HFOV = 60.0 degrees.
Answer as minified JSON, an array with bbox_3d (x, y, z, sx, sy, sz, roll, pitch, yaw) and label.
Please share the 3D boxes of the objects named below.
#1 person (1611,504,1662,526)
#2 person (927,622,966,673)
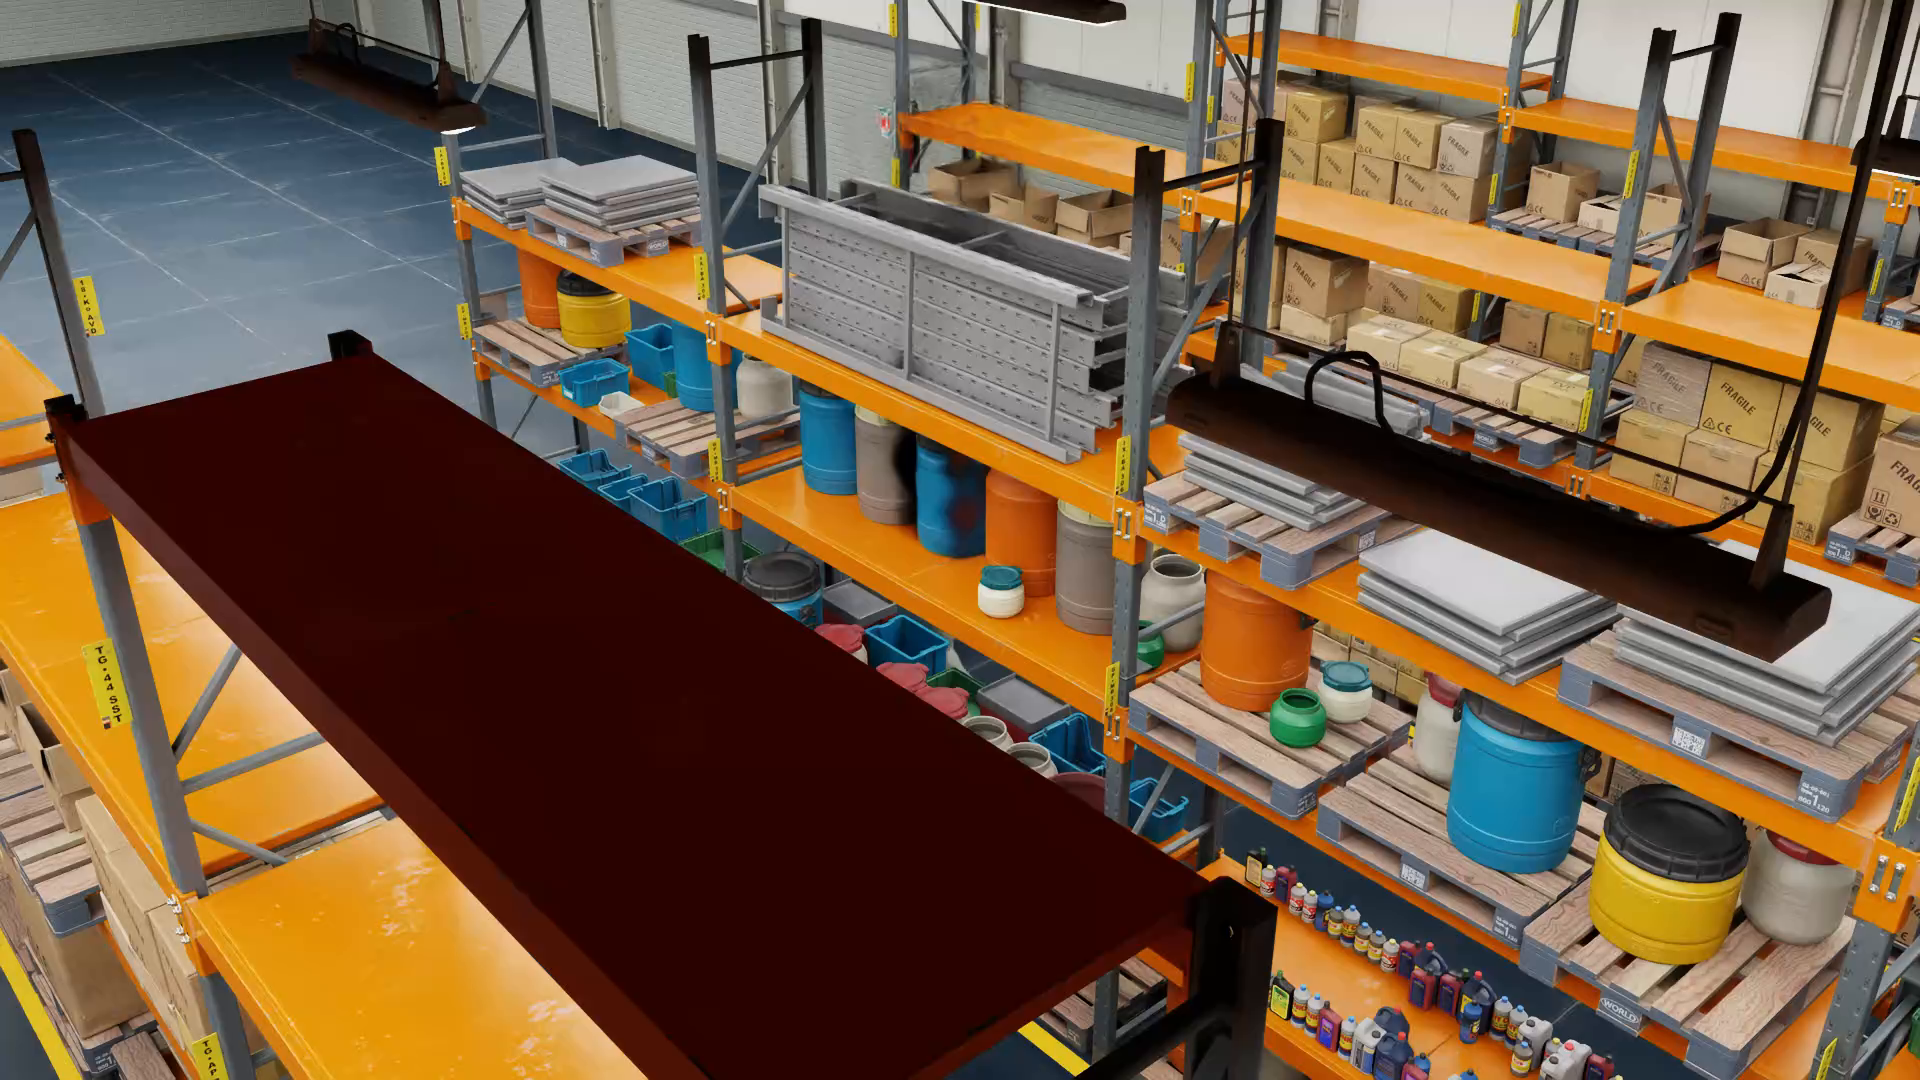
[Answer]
[{"bbox_3d":[6.133,0.065,15.475,0.739,1.738,0.654,18,32,31],"label":"person"},{"bbox_3d":[-0.117,0.573,14.440,0.653,1.799,0.902,-20,33,-34],"label":"person"}]
